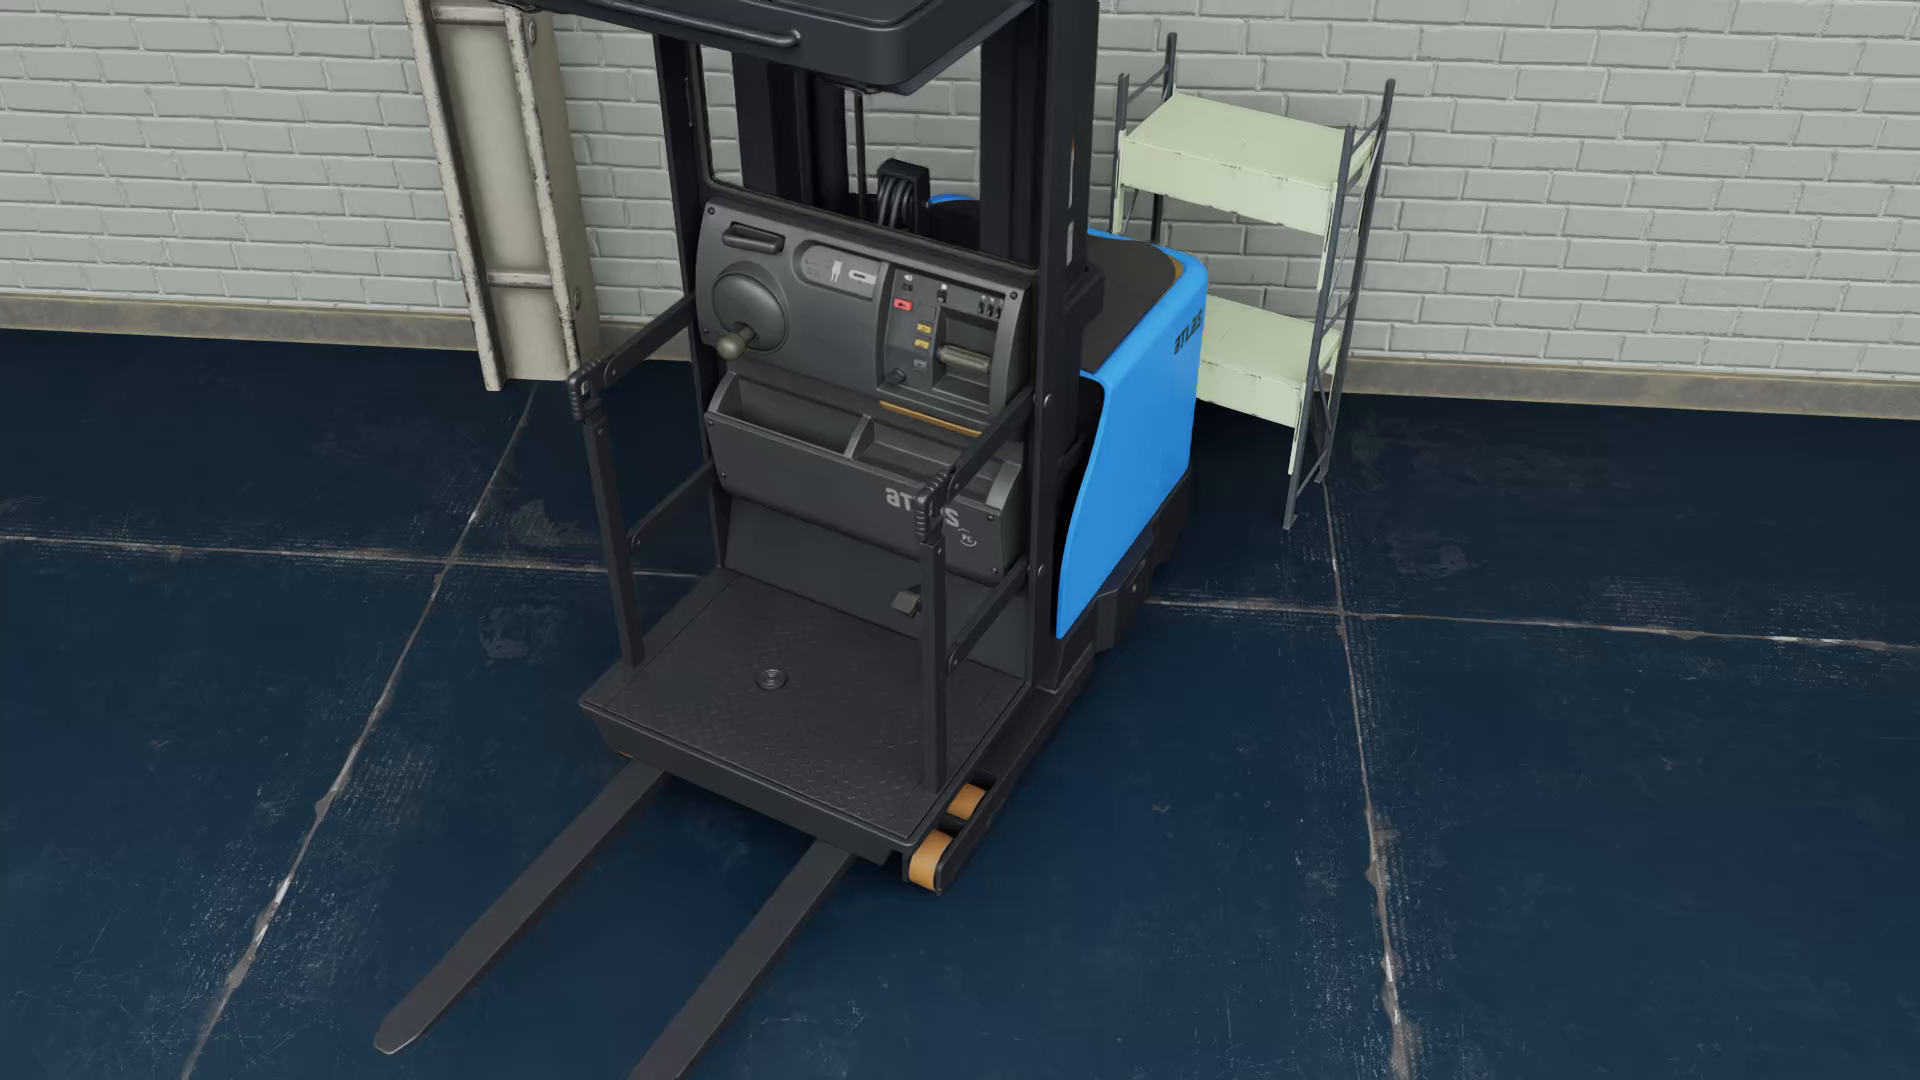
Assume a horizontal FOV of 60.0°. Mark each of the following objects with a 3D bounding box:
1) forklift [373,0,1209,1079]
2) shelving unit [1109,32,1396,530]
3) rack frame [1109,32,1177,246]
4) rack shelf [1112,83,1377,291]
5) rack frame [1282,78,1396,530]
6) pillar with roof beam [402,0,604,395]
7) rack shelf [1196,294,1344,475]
[{"bbox_3d":[-0.370,-0.506,4.050,1.130,2.935,3.031,19,43,22],"label":"forklift"},{"bbox_3d":[0.915,-0.842,5.597,0.755,1.500,0.431,20,43,23],"label":"shelving unit"},{"bbox_3d":[0.597,-0.957,5.737,0.023,1.500,0.400,20,43,23],"label":"rack frame"},{"bbox_3d":[0.915,-1.145,5.350,0.720,0.370,0.431,20,43,23],"label":"rack shelf"},{"bbox_3d":[1.233,-0.728,5.456,0.023,1.500,0.400,20,43,23],"label":"rack frame"},{"bbox_3d":[-2.005,-1.451,0.404,0.400,9.000,9.100,3,39,4],"label":"pillar with roof beam"},{"bbox_3d":[0.915,-0.589,5.802,0.720,0.370,0.431,20,43,23],"label":"rack shelf"}]
